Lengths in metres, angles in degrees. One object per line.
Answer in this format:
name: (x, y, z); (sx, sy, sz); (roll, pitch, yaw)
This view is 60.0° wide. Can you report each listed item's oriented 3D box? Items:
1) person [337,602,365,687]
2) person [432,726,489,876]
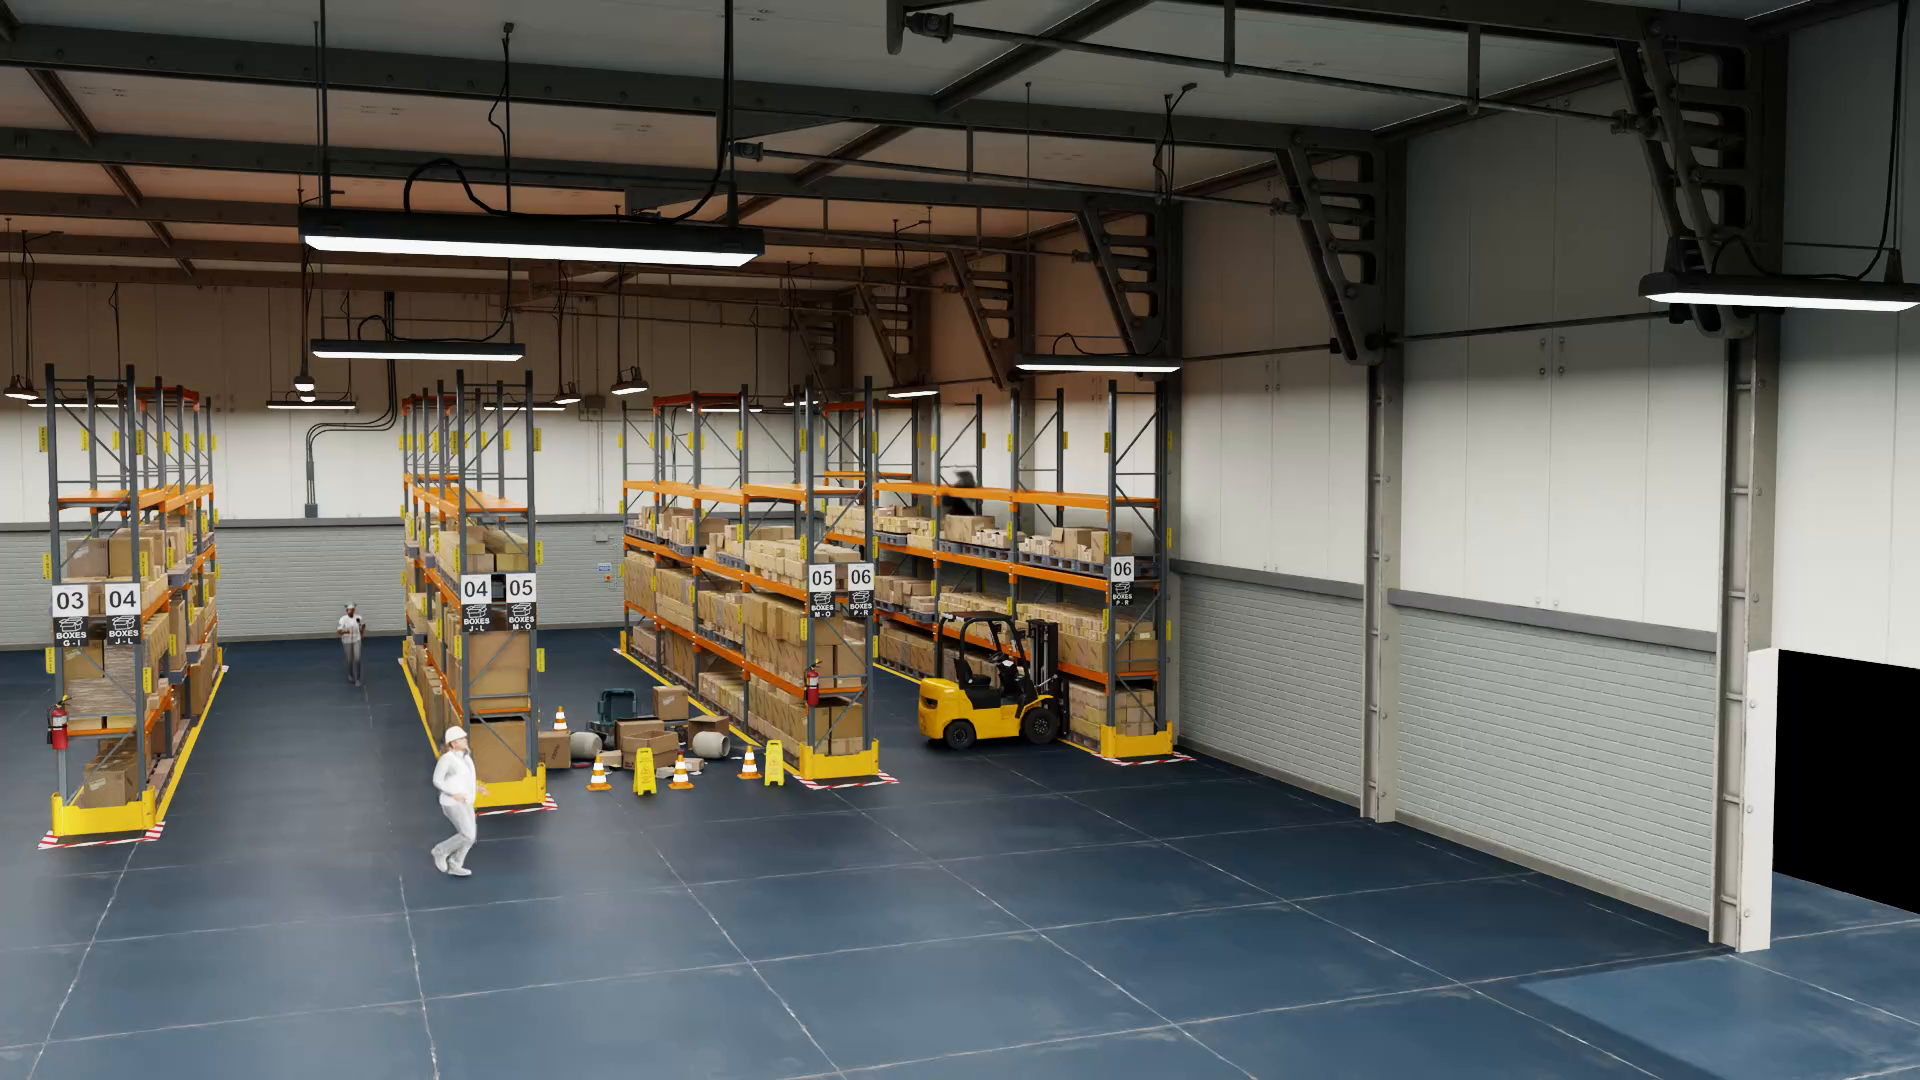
person: (-12.563, 2.142, 34.355); (0.558, 1.728, 0.771); (-1, 4, -22)
person: (-5.776, 3.013, 19.186); (0.577, 1.726, 0.640); (1, 3, 9)
